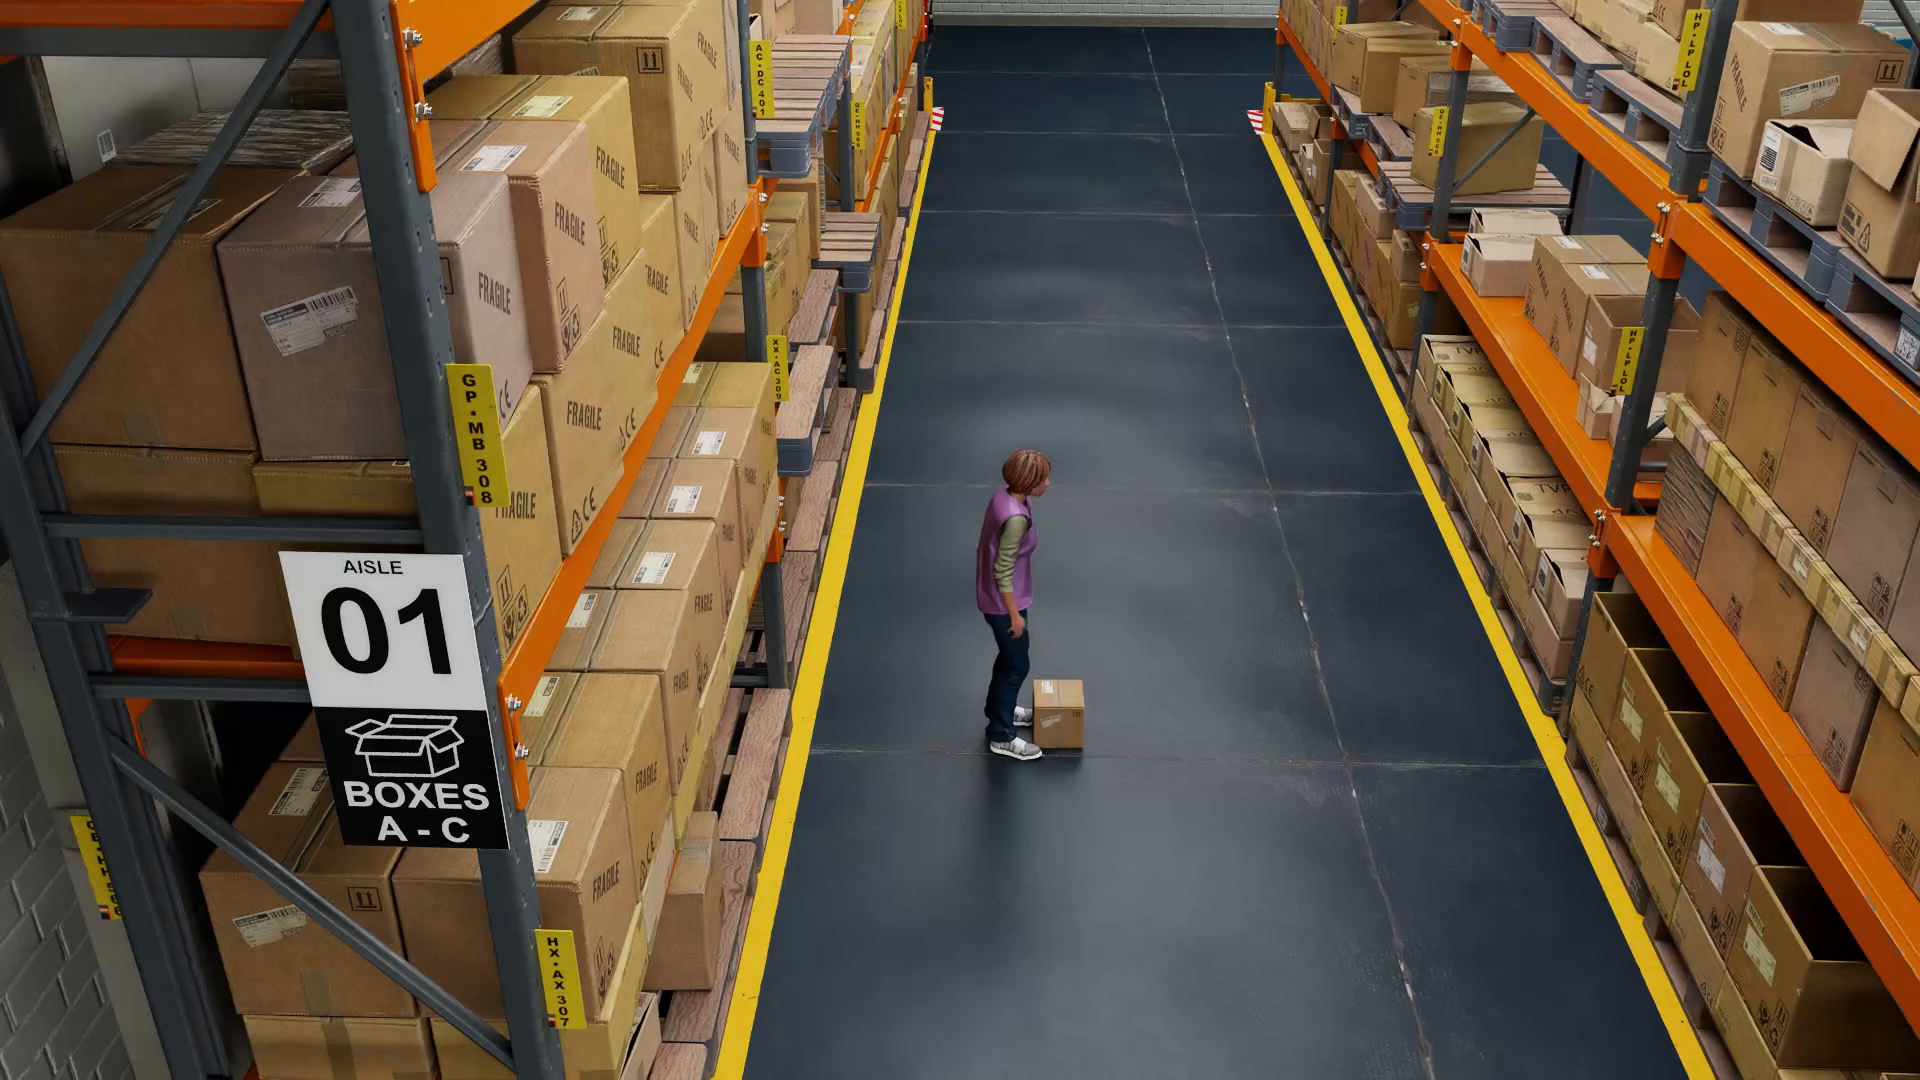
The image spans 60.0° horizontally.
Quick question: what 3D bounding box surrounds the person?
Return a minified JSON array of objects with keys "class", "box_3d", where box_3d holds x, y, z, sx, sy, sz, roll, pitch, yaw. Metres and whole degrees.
[{"class":"person","box_3d":[0.250,0.292,8.096,0.347,1.591,0.459,1,28,2]}]
